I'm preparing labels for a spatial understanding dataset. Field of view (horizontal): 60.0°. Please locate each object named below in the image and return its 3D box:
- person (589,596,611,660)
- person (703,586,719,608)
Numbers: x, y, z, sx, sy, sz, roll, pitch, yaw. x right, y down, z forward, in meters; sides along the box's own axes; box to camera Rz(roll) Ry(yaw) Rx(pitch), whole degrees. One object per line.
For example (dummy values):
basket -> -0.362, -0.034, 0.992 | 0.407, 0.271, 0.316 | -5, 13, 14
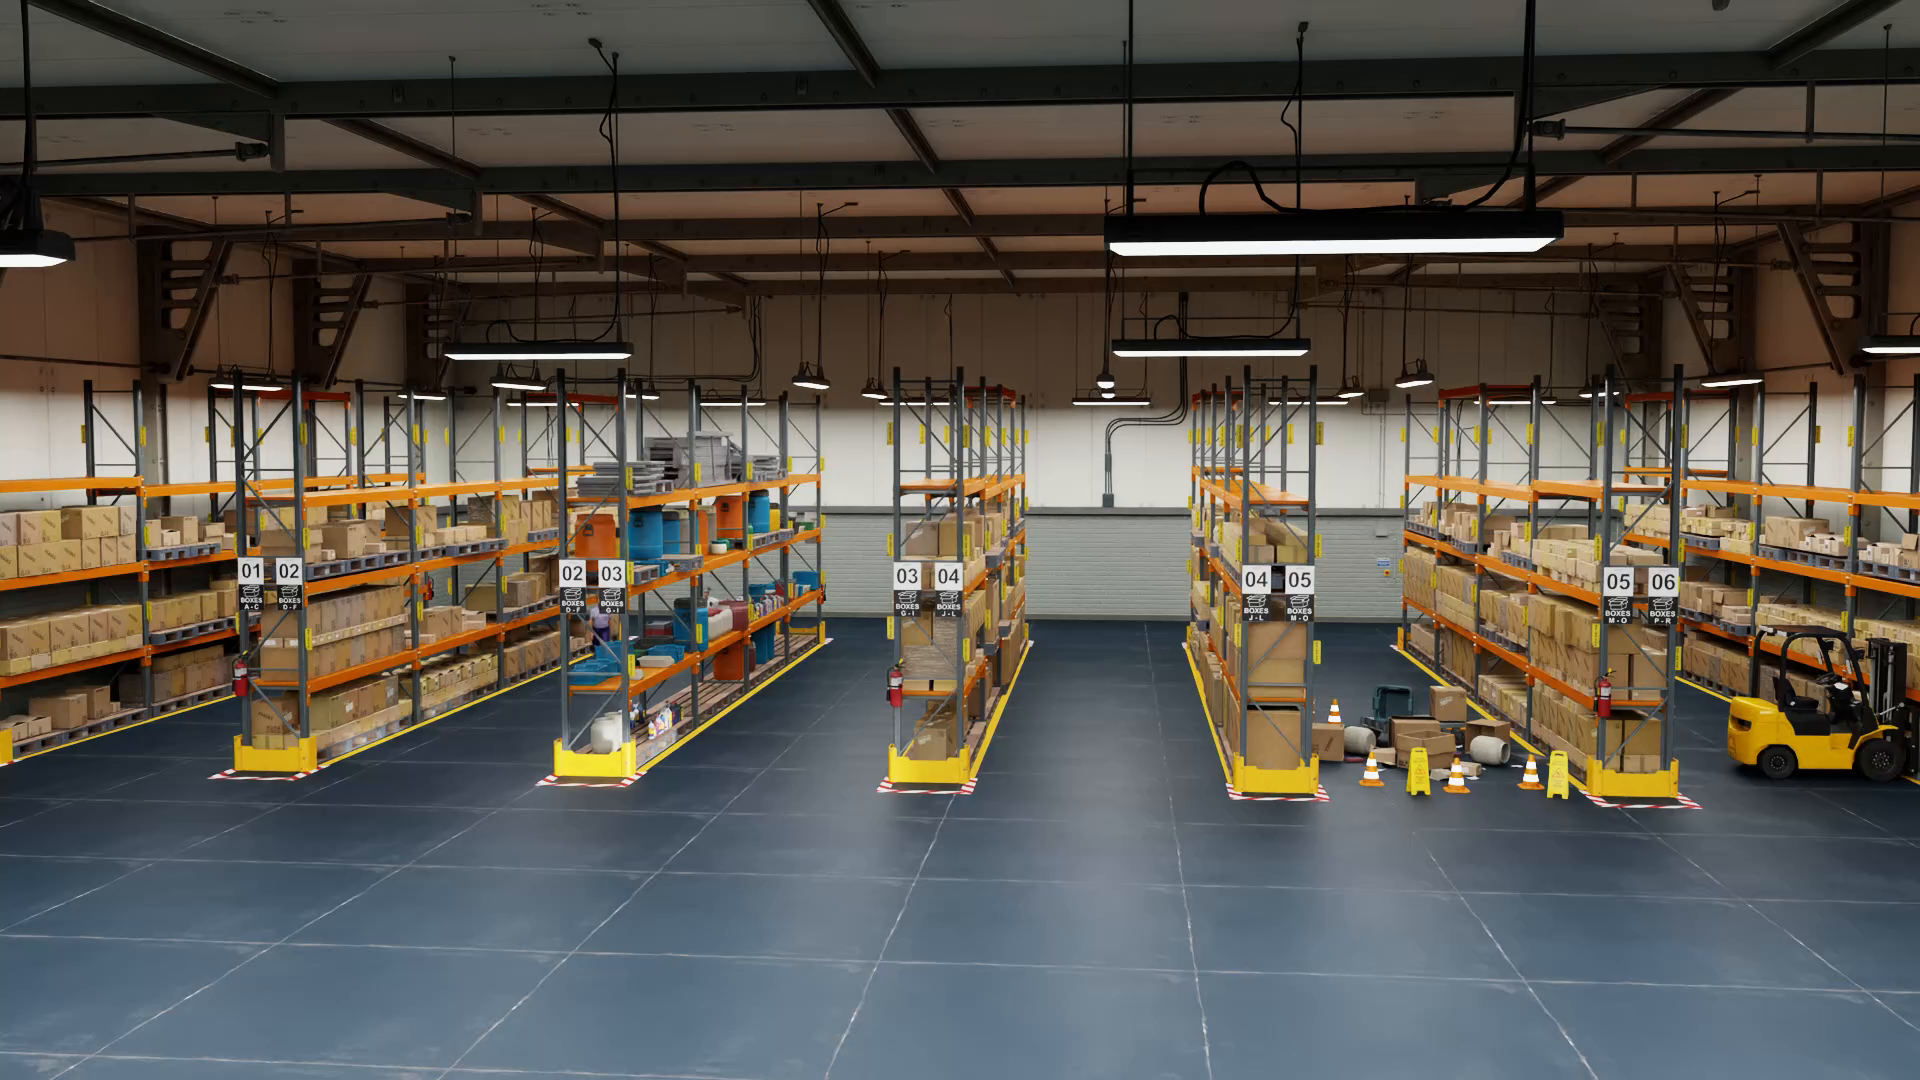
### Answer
person -> -7.674, 1.986, 35.449 | 0.444, 1.584, 0.981 | 0, 4, -4
person -> -5.784, 1.841, 38.066 | 0.557, 1.604, 0.704 | 1, 4, 15
